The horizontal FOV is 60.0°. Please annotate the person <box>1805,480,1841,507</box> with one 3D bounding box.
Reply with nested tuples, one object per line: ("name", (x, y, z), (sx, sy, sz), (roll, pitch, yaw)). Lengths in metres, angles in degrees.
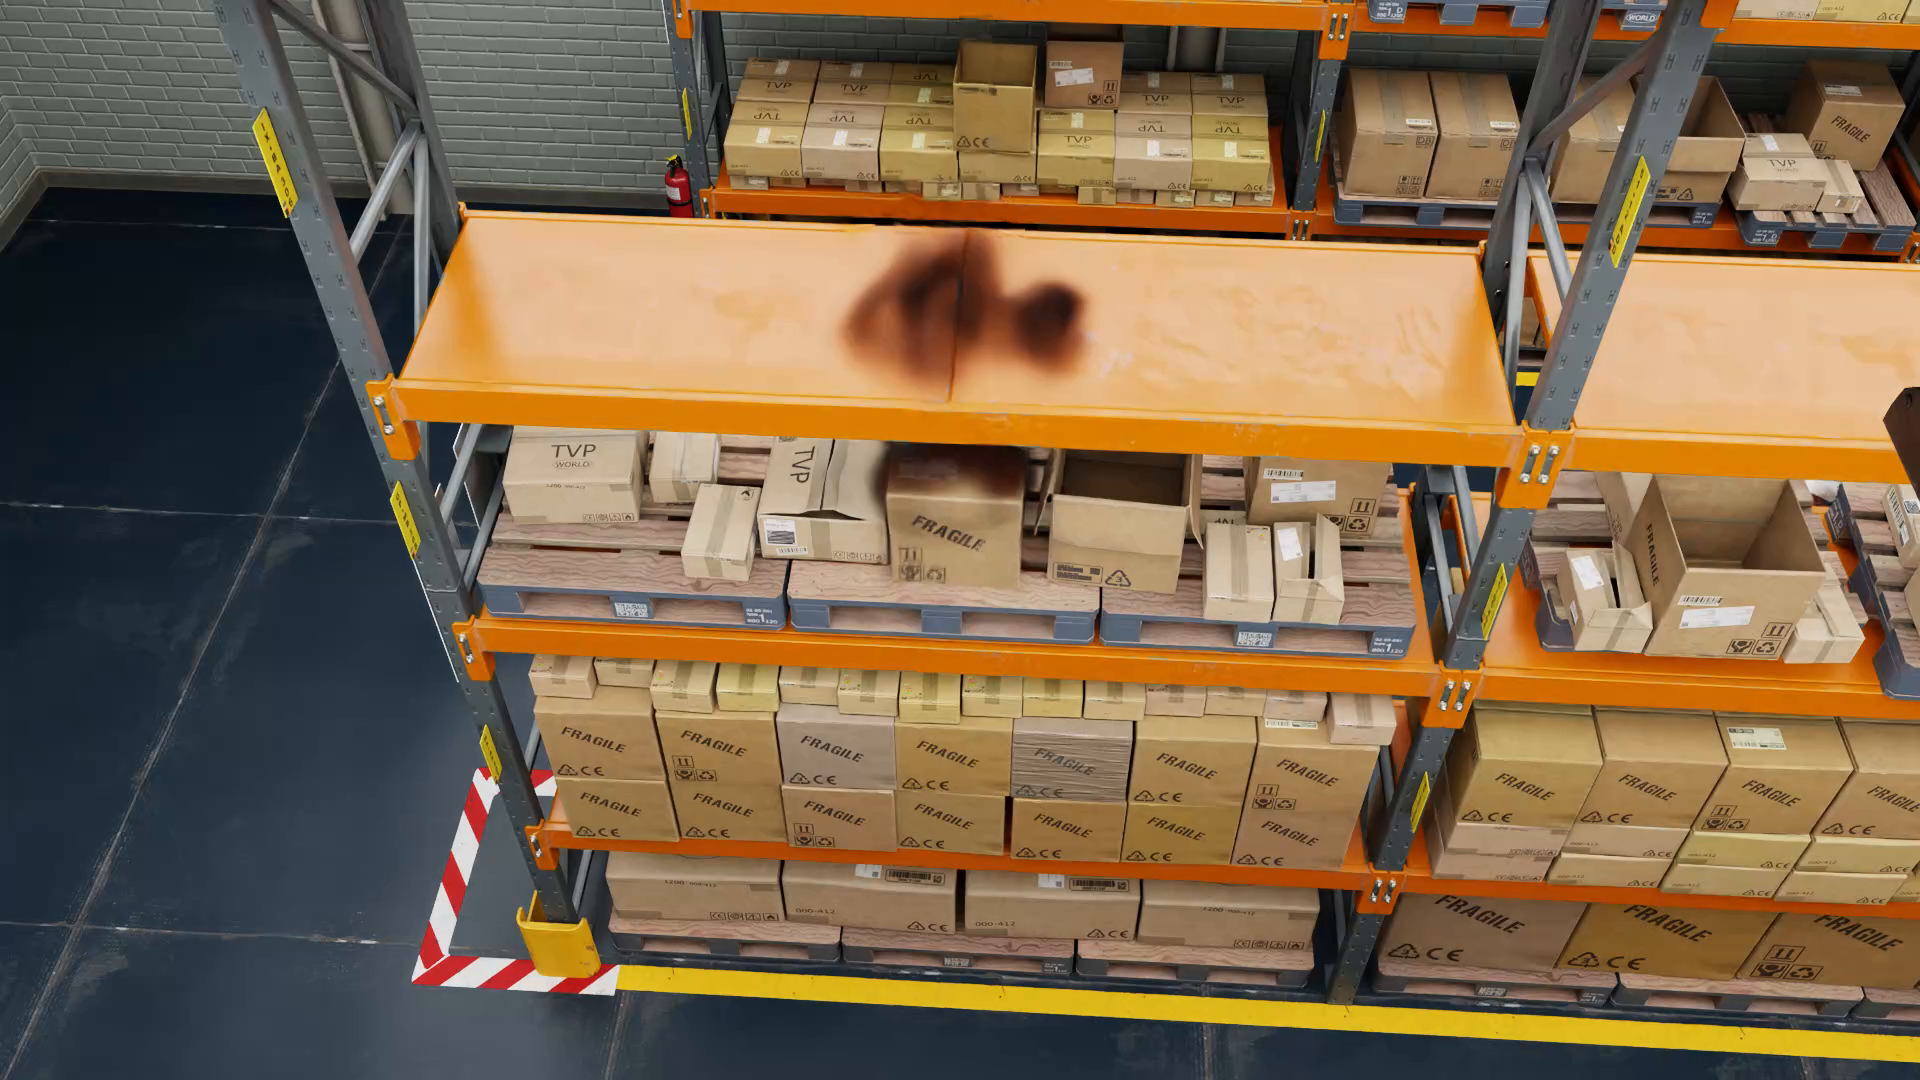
("person", (4.585, 0.197, 9.398), (0.580, 1.726, 0.644), (4, 48, 4))
